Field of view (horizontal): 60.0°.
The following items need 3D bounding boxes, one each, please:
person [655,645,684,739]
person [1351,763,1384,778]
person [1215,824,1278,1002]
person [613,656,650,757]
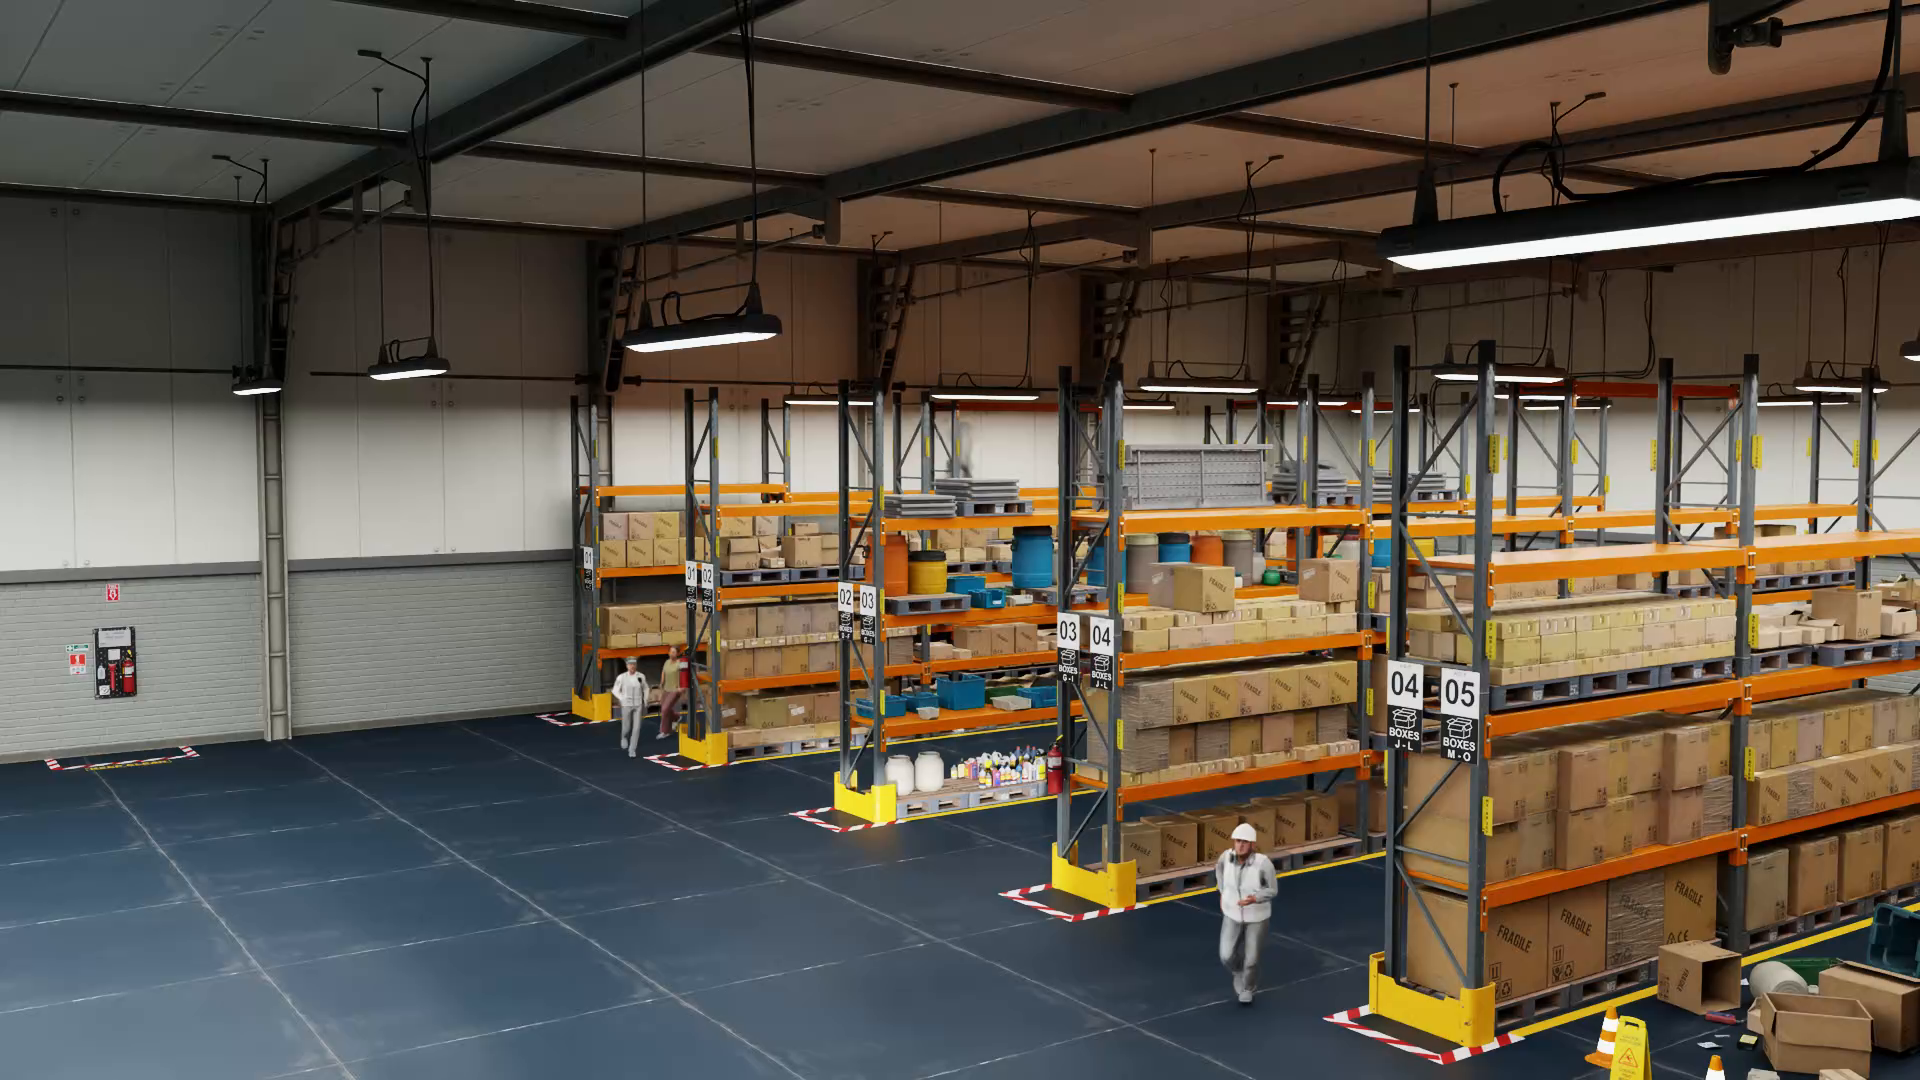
[{"bbox_3d":[-4.915,2.632,28.928,0.625,1.630,0.682,2,4,30],"label":"person"},{"bbox_3d":[5.959,2.951,24.038,0.918,1.583,0.681,-2,4,-30],"label":"person"},{"bbox_3d":[2.570,3.386,15.037,0.620,1.695,0.725,1,4,21],"label":"person"},{"bbox_3d":[-5.364,2.700,27.177,0.609,1.652,0.600,-1,4,-21],"label":"person"}]
